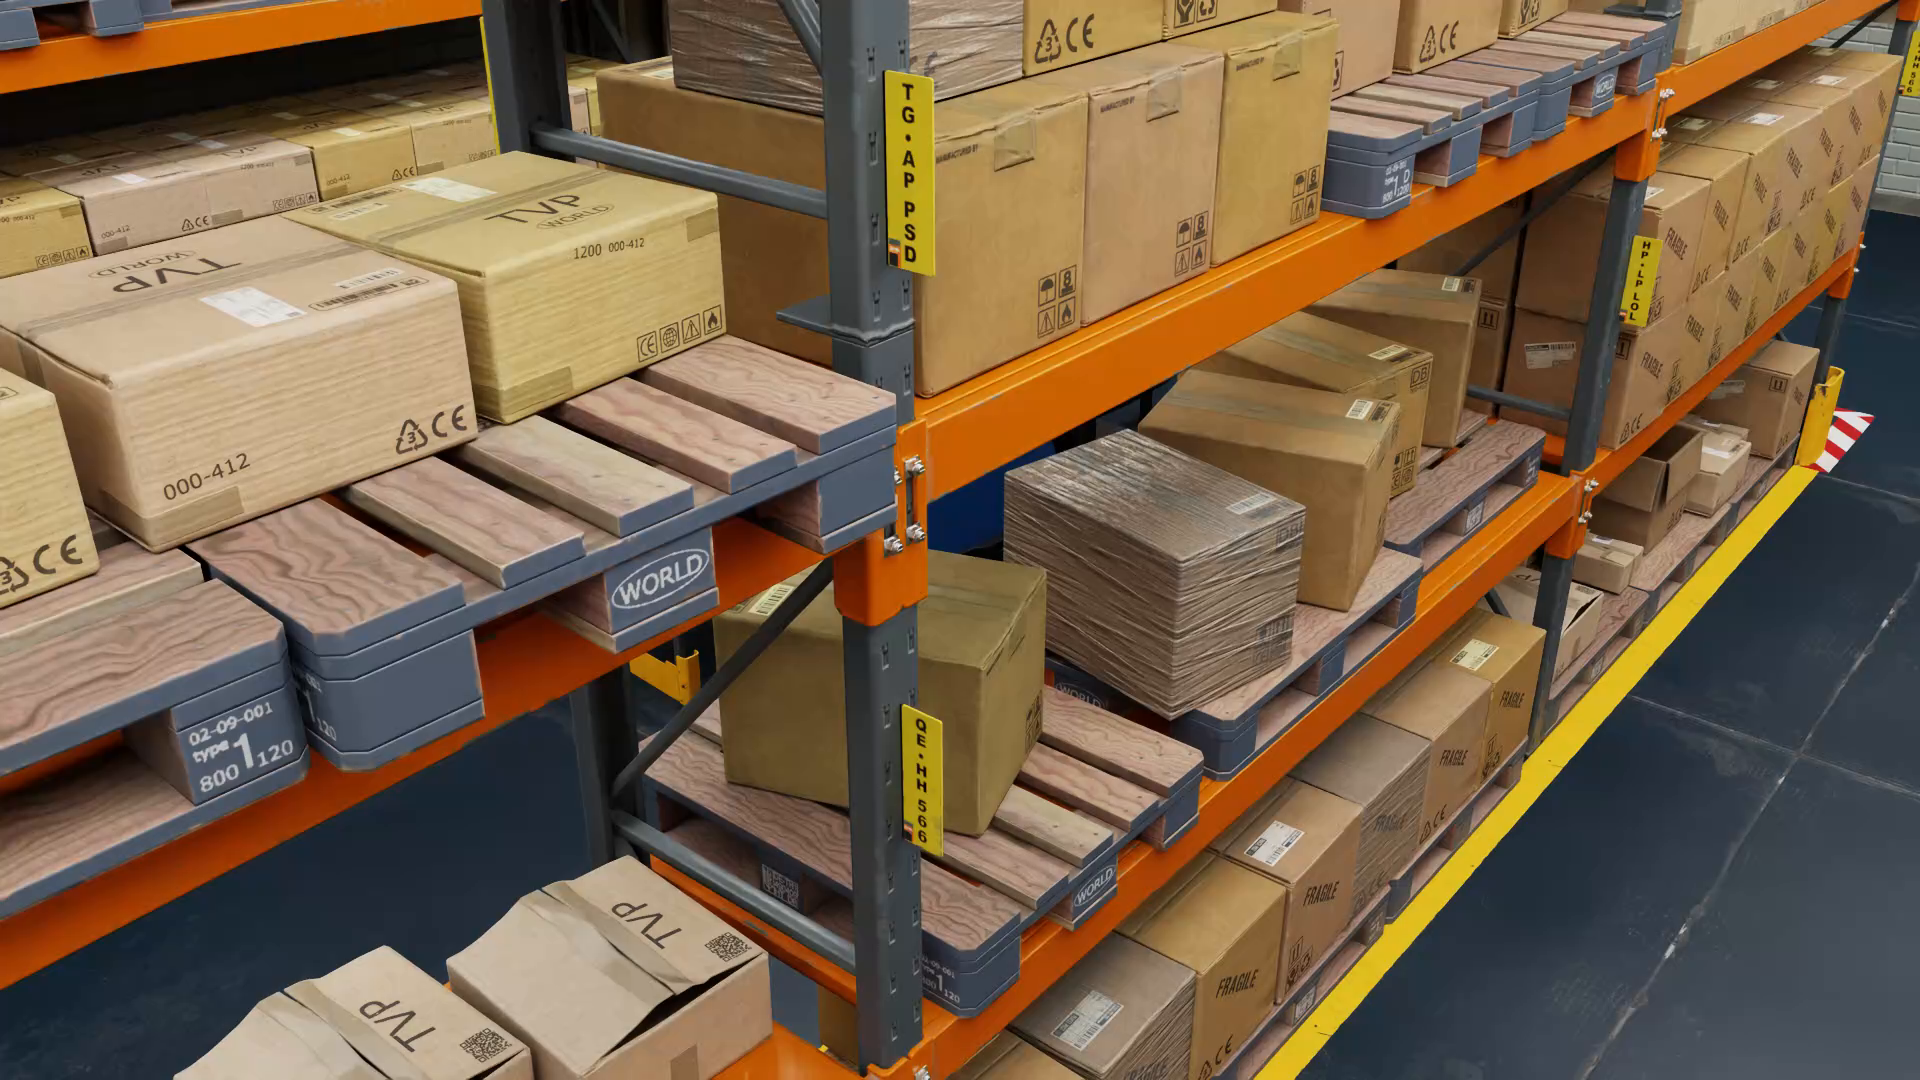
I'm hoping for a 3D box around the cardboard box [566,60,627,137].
[{"bbox_3d":[-1.885,-2.310,8.680,0.500,0.250,0.500,22,34,36],"label":"cardboard box"}]

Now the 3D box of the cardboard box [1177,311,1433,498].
[{"bbox_3d":[1.178,-0.451,5.792,0.500,0.500,0.700,-22,35,-36],"label":"cardboard box"}]

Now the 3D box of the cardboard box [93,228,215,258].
[{"bbox_3d":[-3.482,-1.079,7.117,0.500,0.500,0.500,22,35,36],"label":"cardboard box"}]

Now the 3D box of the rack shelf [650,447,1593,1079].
[{"bbox_3d":[0.768,0.444,5.411,1.077,0.370,4.000,21,34,34],"label":"rack shelf"}]

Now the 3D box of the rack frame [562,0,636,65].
[{"bbox_3d":[-1.785,-2.032,9.412,1.000,3.000,0.127,21,34,34],"label":"rack frame"}]

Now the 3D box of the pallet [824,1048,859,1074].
[{"bbox_3d":[0.000,1.818,5.006,1.003,0.211,1.213,21,34,34],"label":"pallet"}]

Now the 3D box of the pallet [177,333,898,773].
[{"bbox_3d":[-0.867,-0.149,2.714,1.213,0.211,1.003,23,35,37],"label":"pallet"}]

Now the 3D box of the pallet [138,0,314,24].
[{"bbox_3d":[-3.251,-2.503,7.265,1.003,0.211,1.213,23,35,37],"label":"pallet"}]

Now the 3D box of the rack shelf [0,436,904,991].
[{"bbox_3d":[-1.776,0.529,1.980,1.077,0.370,4.000,21,34,34],"label":"rack shelf"}]

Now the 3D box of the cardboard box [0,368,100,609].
[{"bbox_3d":[-1.442,-0.051,2.026,0.500,0.250,0.500,20,33,33],"label":"cardboard box"}]

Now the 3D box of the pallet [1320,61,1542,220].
[{"bbox_3d":[0.914,-1.255,4.851,1.213,0.211,1.003,21,34,34],"label":"pallet"}]

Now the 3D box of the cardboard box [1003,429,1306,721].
[{"bbox_3d":[0.538,0.078,4.770,0.500,0.500,0.700,-21,34,-34],"label":"cardboard box"}]

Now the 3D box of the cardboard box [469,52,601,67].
[{"bbox_3d":[-2.278,-2.463,8.976,0.500,0.250,0.500,22,35,36],"label":"cardboard box"}]

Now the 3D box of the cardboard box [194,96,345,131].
[{"bbox_3d":[-3.256,-1.913,7.912,0.500,0.250,0.500,20,33,33],"label":"cardboard box"}]

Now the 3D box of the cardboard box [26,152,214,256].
[{"bbox_3d":[-3.500,-1.408,6.937,0.500,0.250,0.500,20,34,34],"label":"cardboard box"}]

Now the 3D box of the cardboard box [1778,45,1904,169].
[{"bbox_3d":[4.513,-2.254,8.645,0.500,0.500,0.500,20,34,34],"label":"cardboard box"}]

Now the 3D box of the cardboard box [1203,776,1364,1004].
[{"bbox_3d":[0.985,1.120,5.562,0.500,0.500,0.500,19,33,33],"label":"cardboard box"}]

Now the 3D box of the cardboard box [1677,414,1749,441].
[{"bbox_3d":[4.101,-0.558,9.169,0.380,0.166,0.250,21,34,34],"label":"cardboard box"}]

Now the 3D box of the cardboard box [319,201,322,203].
[{"bbox_3d":[-2.841,-1.442,7.818,0.500,0.500,0.500,22,34,36],"label":"cardboard box"}]

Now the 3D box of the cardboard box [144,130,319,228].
[{"bbox_3d":[-3.185,-1.587,7.282,0.500,0.250,0.500,21,34,35],"label":"cardboard box"}]

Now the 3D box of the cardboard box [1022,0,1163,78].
[{"bbox_3d":[0.102,-1.321,3.578,0.500,0.500,0.500,21,34,34],"label":"cardboard box"}]

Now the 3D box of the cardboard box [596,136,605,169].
[{"bbox_3d":[-1.884,-1.980,8.858,0.500,0.500,0.500,20,33,34],"label":"cardboard box"}]

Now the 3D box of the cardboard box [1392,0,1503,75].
[{"bbox_3d":[1.255,-1.792,5.010,0.600,0.600,0.600,20,34,34],"label":"cardboard box"}]

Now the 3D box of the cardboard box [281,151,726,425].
[{"bbox_3d":[-0.749,-0.442,2.781,0.500,0.250,0.500,18,32,31],"label":"cardboard box"}]

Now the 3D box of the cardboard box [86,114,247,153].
[{"bbox_3d":[-3.580,-1.732,7.563,0.500,0.250,0.500,20,33,33],"label":"cardboard box"}]

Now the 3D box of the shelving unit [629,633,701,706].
[{"bbox_3d":[-1.029,-0.197,7.498,0.587,1.500,1.083,24,36,38],"label":"shelving unit"}]

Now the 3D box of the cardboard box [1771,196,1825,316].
[{"bbox_3d":[3.861,-1.449,8.178,0.500,0.500,0.500,21,34,35],"label":"cardboard box"}]

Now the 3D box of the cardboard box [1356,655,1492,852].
[{"bbox_3d":[1.626,0.761,6.255,0.500,0.500,0.500,21,34,35],"label":"cardboard box"}]

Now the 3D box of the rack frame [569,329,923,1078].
[{"bbox_3d":[-0.504,0.833,3.875,1.000,3.000,0.127,21,34,34],"label":"rack frame"}]

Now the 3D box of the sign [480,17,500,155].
[{"bbox_3d":[-0.922,-0.888,3.375,0.100,0.325,0.005,21,34,34],"label":"sign"}]

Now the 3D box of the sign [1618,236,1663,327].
[{"bbox_3d":[2.470,-0.938,6.039,0.100,0.325,0.005,21,34,34],"label":"sign"}]

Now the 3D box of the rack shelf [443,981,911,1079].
[{"bbox_3d":[-1.776,1.862,2.670,1.077,0.370,4.000,21,34,34],"label":"rack shelf"}]

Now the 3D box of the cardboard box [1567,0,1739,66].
[{"bbox_3d":[2.540,-1.951,6.155,0.500,0.250,0.500,21,34,34],"label":"cardboard box"}]

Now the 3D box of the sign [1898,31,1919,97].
[{"bbox_3d":[5.000,-2.489,8.692,0.100,0.325,0.005,21,34,34],"label":"sign"}]

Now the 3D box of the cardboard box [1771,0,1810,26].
[{"bbox_3d":[3.180,-2.304,6.837,0.500,0.250,0.500,21,34,34],"label":"cardboard box"}]

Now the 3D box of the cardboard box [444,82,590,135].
[{"bbox_3d":[-2.217,-2.131,8.335,0.500,0.250,0.500,22,34,35],"label":"cardboard box"}]

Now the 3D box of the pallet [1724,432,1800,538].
[{"bbox_3d":[4.030,-0.455,9.400,1.003,0.211,1.213,21,34,34],"label":"pallet"}]

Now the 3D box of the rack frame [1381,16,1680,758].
[{"bbox_3d":[2.040,-0.585,6.616,1.000,3.000,0.127,21,34,34],"label":"rack frame"}]

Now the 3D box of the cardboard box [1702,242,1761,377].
[{"bbox_3d":[3.218,-1.090,7.483,0.500,0.500,0.500,21,34,34],"label":"cardboard box"}]

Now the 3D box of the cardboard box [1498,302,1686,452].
[{"bbox_3d":[2.574,-0.731,6.789,0.500,0.500,0.500,22,34,36],"label":"cardboard box"}]

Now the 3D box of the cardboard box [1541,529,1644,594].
[{"bbox_3d":[3.016,0.083,7.930,0.380,0.166,0.250,21,34,34],"label":"cardboard box"}]

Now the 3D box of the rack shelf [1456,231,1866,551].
[{"bbox_3d":[3.312,-0.975,8.152,1.077,0.370,4.000,21,34,34],"label":"rack shelf"}]

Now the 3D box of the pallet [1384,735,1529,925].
[{"bbox_3d":[1.552,0.953,6.678,1.003,0.211,1.213,21,34,34],"label":"pallet"}]

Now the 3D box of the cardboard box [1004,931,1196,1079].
[{"bbox_3d":[0.334,1.483,4.861,0.500,0.500,0.500,19,33,33],"label":"cardboard box"}]

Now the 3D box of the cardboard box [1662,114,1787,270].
[{"bbox_3d":[3.212,-1.524,7.234,0.500,0.500,0.500,20,33,33],"label":"cardboard box"}]

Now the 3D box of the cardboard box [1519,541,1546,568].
[{"bbox_3d":[2.661,-0.137,8.198,0.500,0.311,0.500,21,34,34],"label":"cardboard box"}]

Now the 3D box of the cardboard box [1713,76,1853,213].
[{"bbox_3d":[3.866,-1.889,7.940,0.500,0.500,0.500,22,34,36],"label":"cardboard box"}]

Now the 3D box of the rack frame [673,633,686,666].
[{"bbox_3d":[-1.387,-0.025,7.166,0.500,1.500,0.032,24,36,38],"label":"rack frame"}]

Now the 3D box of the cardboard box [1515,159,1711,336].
[{"bbox_3d":[2.557,-1.158,6.528,0.500,0.500,0.500,22,34,36],"label":"cardboard box"}]

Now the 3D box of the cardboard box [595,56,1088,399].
[{"bbox_3d":[-0.253,-0.708,3.481,0.910,0.500,0.500,21,34,34],"label":"cardboard box"}]

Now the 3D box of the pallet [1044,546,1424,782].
[{"bbox_3d":[0.729,0.228,5.255,1.003,0.211,1.213,21,34,34],"label":"pallet"}]

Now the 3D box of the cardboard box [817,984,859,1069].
[{"bbox_3d":[-0.091,1.348,5.122,0.500,0.500,0.500,22,35,36],"label":"cardboard box"}]

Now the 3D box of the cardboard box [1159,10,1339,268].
[{"bbox_3d":[0.402,-1.073,4.187,0.910,0.500,0.500,21,34,34],"label":"cardboard box"}]

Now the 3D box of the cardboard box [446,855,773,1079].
[{"bbox_3d":[-0.769,0.989,3.671,0.500,0.311,0.500,23,35,37],"label":"cardboard box"}]

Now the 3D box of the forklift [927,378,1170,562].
[{"bbox_3d":[0.437,-1.510,8.479,1.130,2.935,3.031,24,36,38],"label":"forklift"}]

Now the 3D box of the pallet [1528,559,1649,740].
[{"bbox_3d":[2.478,0.410,7.727,1.003,0.211,1.213,21,34,34],"label":"pallet"}]

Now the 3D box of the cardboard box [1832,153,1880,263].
[{"bbox_3d":[4.509,-1.809,8.874,0.500,0.500,0.500,22,35,36],"label":"cardboard box"}]
